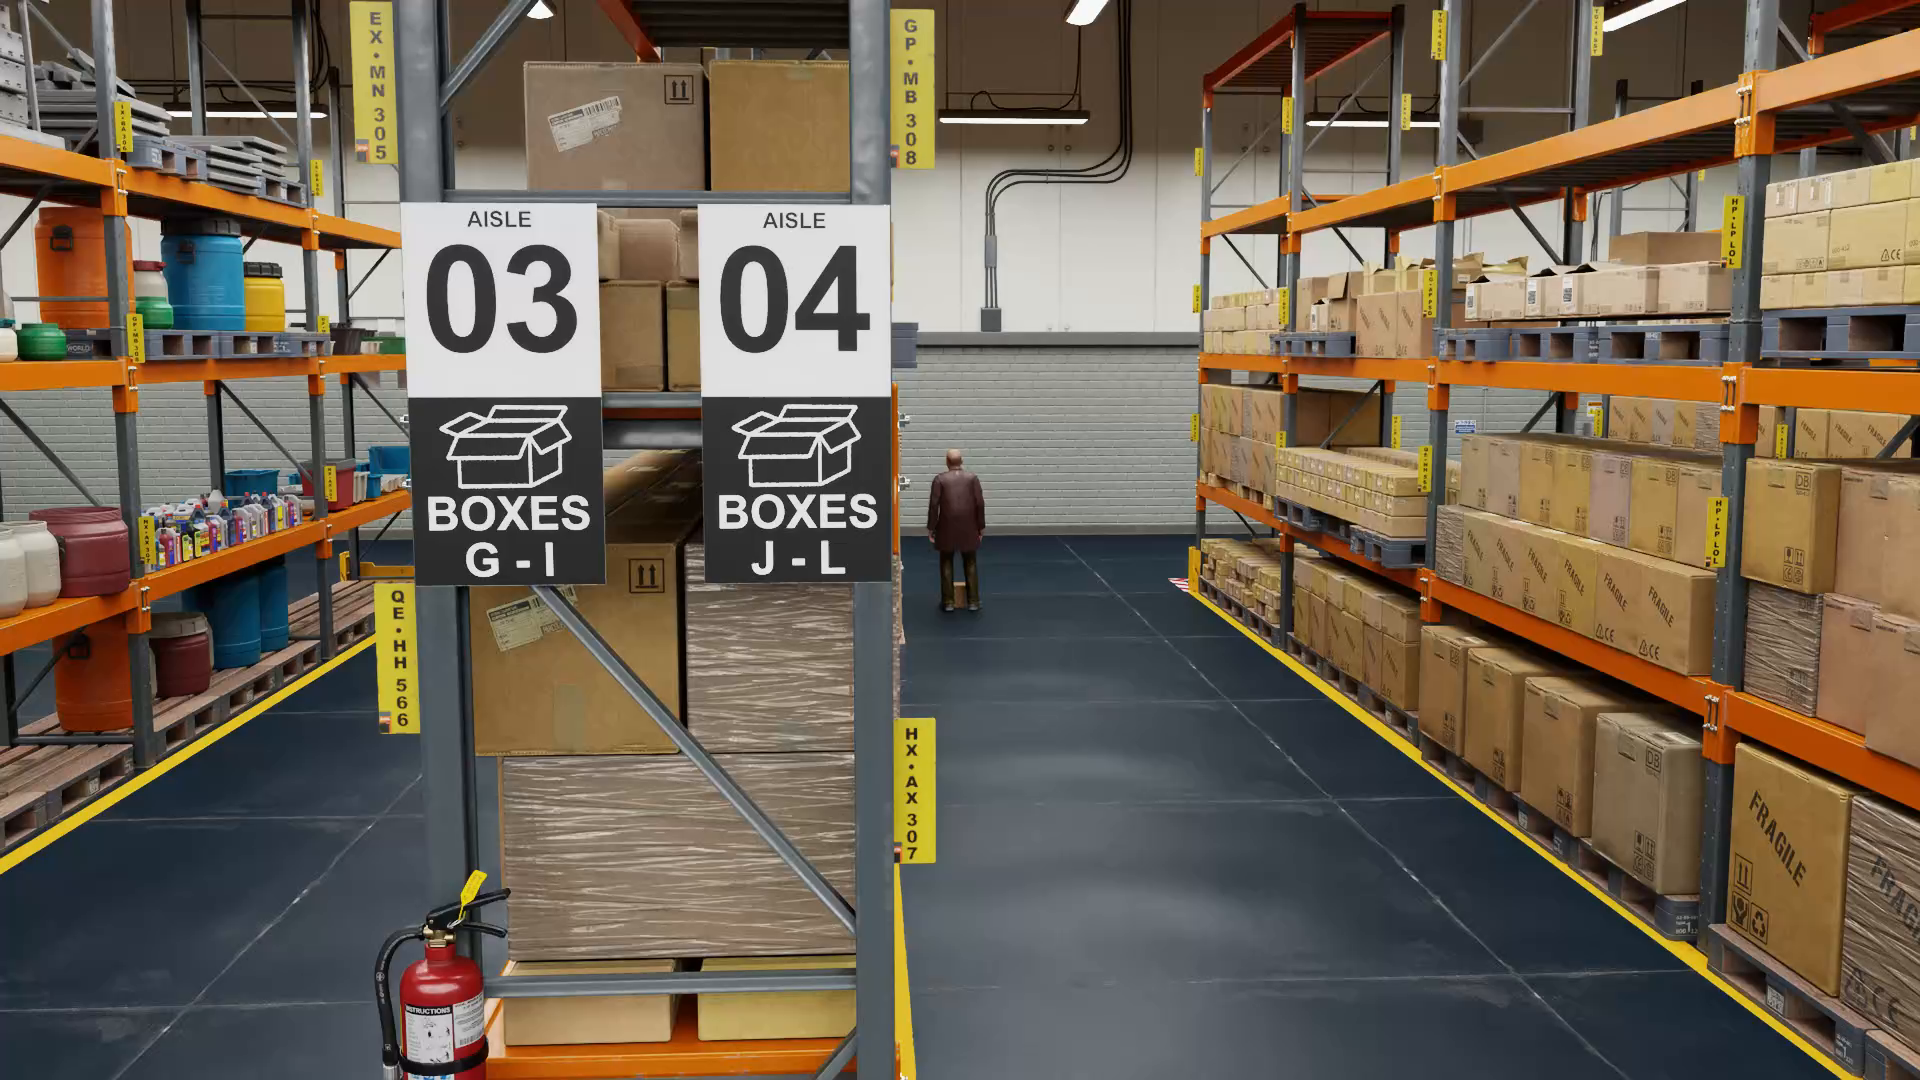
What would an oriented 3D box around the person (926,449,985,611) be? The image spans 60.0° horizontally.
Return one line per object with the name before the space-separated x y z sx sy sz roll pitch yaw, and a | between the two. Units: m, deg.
person | -0.043 -0.114 18.271 0.654 1.774 0.424 -1 7 -7
